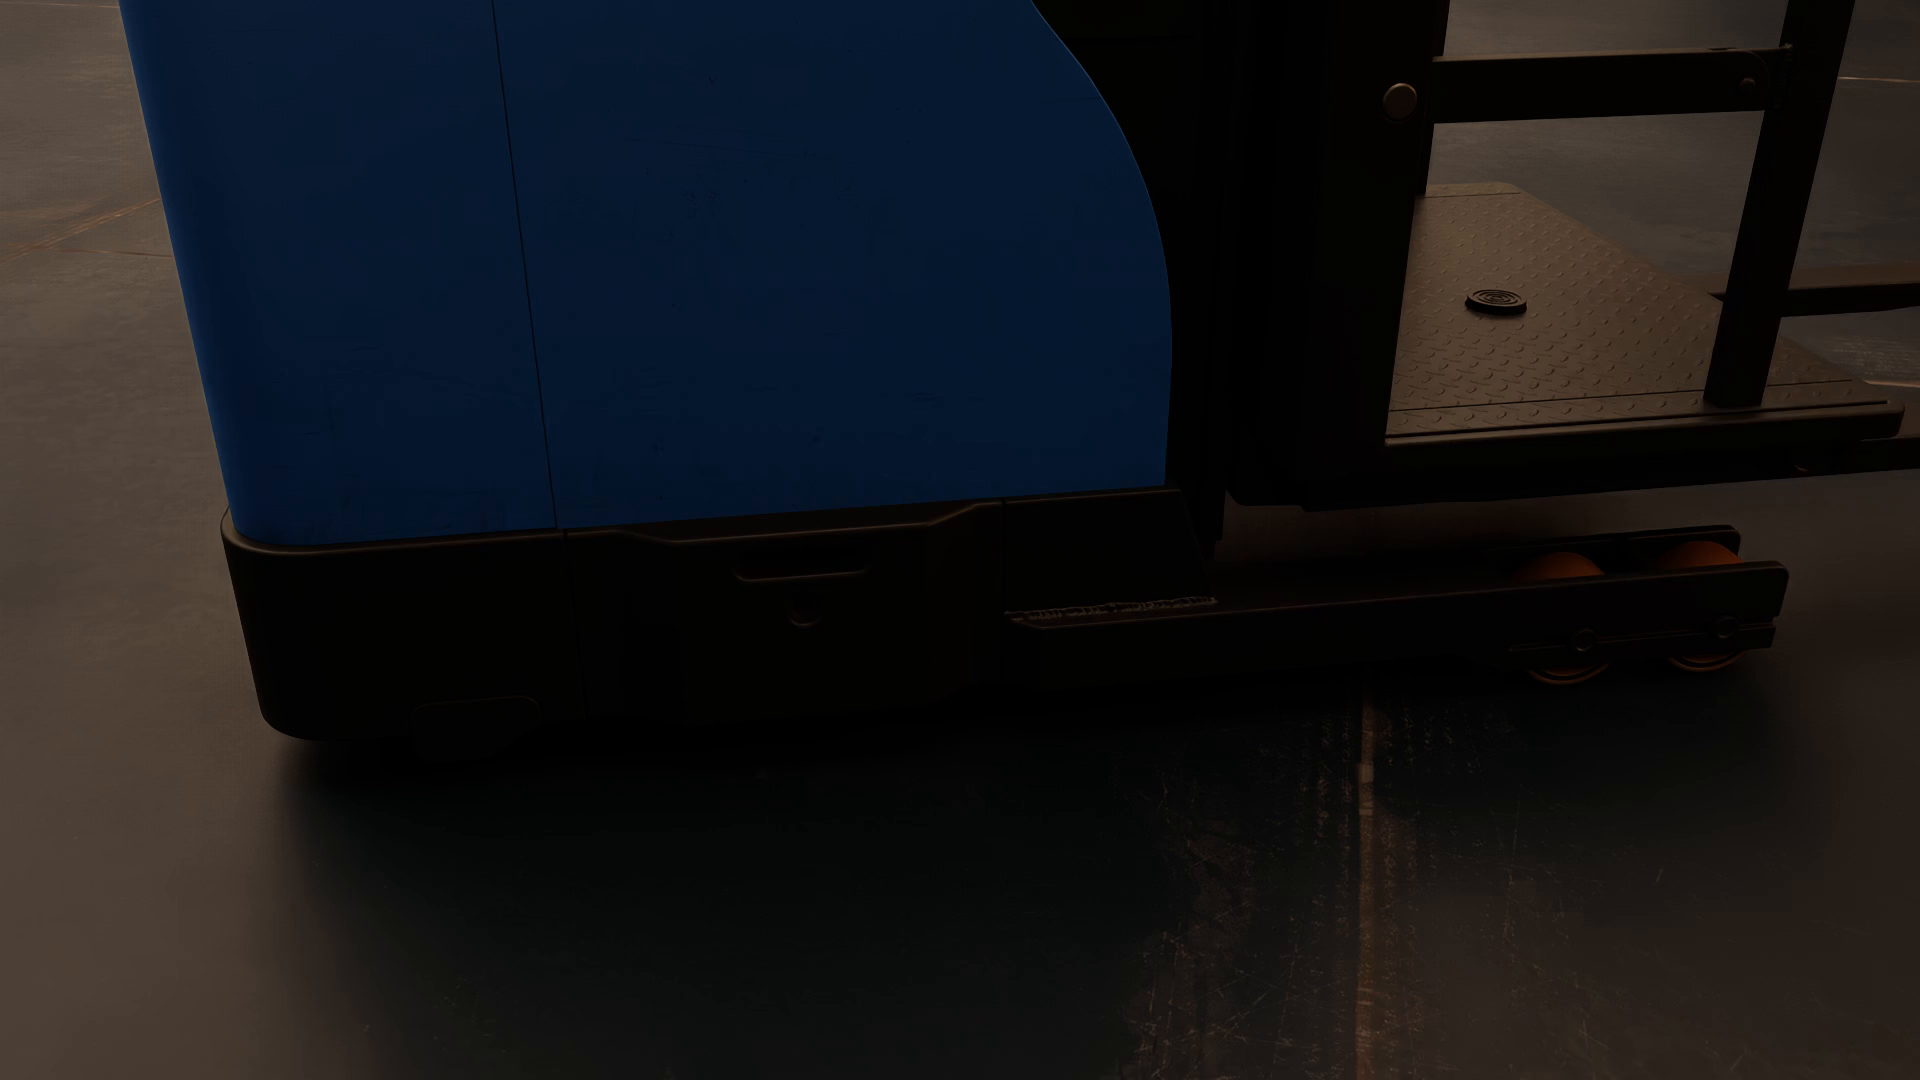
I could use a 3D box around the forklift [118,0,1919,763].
[{"bbox_3d":[0.600,-1.354,1.930,3.031,2.935,1.130,-4,27,-9],"label":"forklift"}]
